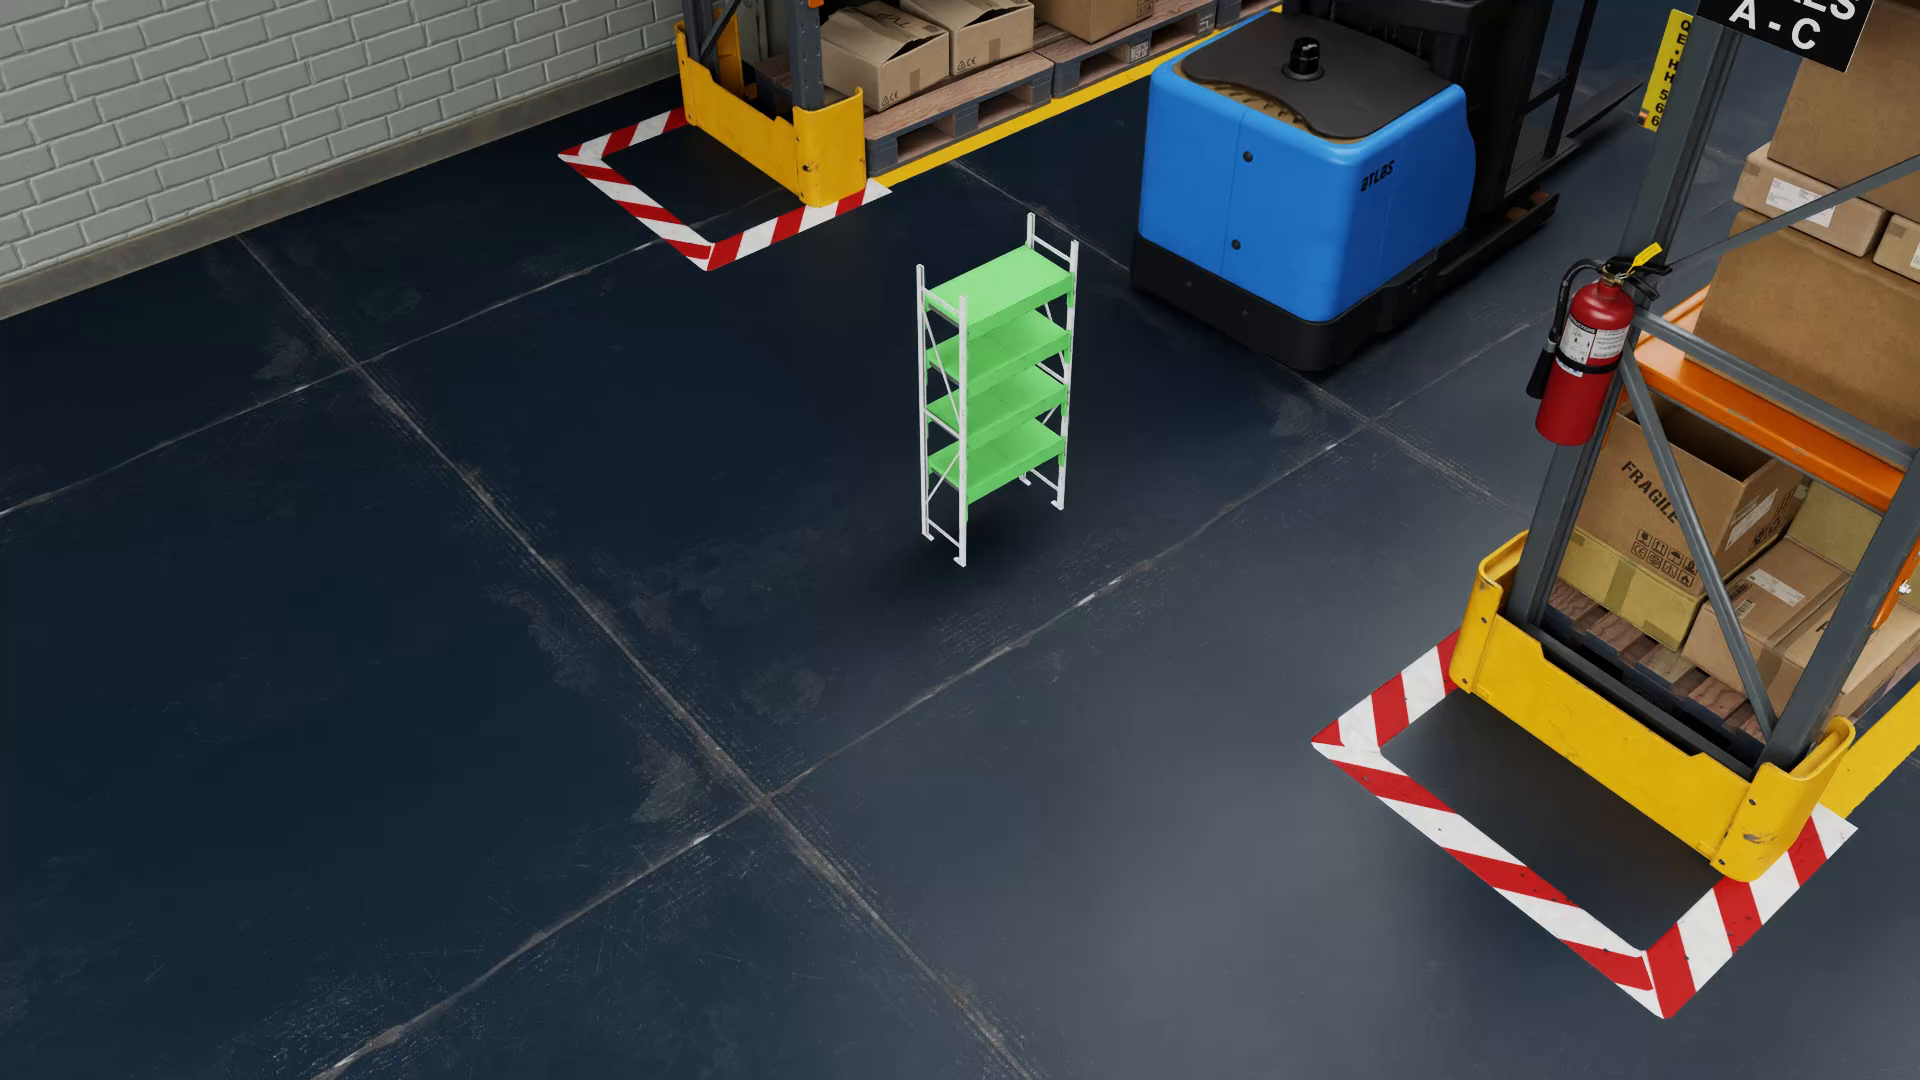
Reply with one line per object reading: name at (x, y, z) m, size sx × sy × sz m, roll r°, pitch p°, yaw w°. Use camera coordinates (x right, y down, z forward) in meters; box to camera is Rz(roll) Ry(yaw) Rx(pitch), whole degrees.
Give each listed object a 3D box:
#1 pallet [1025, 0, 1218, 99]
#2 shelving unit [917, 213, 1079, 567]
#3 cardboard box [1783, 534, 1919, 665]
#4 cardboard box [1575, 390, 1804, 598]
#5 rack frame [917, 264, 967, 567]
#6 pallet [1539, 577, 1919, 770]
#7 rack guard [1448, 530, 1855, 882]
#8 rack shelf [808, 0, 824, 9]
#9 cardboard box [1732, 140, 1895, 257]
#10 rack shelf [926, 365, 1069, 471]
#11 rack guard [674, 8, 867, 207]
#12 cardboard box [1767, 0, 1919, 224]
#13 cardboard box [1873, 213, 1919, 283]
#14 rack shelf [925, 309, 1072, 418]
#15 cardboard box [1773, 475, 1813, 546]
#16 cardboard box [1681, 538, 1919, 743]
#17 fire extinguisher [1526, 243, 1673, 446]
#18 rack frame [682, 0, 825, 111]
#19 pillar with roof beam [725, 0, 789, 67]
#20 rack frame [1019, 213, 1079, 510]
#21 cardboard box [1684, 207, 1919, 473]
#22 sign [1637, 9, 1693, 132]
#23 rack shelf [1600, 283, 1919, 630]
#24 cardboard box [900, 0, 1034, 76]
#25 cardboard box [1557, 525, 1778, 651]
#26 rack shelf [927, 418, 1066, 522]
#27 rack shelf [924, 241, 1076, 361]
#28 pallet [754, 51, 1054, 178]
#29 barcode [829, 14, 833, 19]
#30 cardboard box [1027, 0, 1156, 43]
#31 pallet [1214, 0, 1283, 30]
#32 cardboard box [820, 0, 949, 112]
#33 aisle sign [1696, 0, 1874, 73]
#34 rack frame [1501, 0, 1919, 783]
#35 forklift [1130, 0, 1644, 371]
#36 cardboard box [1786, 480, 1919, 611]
pallet at (0.647, -2.900, 9.184) m, size 1.213 × 0.211 × 1.003 m, roll -30°, pitch 51°, yaw -28°
shelving unit at (0.127, -0.510, 5.917) m, size 0.503 × 1.200 × 0.258 m, roll -30°, pitch 51°, yaw -28°
cardboard box at (3.124, 0.096, 5.658) m, size 0.500 × 0.250 × 0.500 m, roll -30°, pitch 51°, yaw -28°
cardboard box at (2.410, -0.229, 5.456) m, size 0.500 × 0.500 × 0.500 m, roll -30°, pitch 51°, yaw -28°
rack frame at (-0.060, -0.403, 5.803) m, size 0.015 × 1.200 × 0.240 m, roll -30°, pitch 51°, yaw -28°
pallet at (2.749, 0.246, 5.834) m, size 1.213 × 0.211 × 1.003 m, roll -30°, pitch 51°, yaw -28°
rack guard at (2.171, 0.509, 5.343) m, size 0.348 × 0.500 × 1.175 m, roll -30°, pitch 51°, yaw -28°
rack shelf at (0.542, -3.629, 8.448) m, size 4.000 × 0.370 × 1.077 m, roll -30°, pitch 51°, yaw -28°
cardboard box at (2.360, -0.953, 4.527) m, size 0.250 × 0.149 × 0.380 m, roll -31°, pitch 51°, yaw -28°
rack shelf at (0.127, -0.463, 5.960) m, size 0.480 × 0.148 × 0.258 m, roll -30°, pitch 51°, yaw -28°
rack guard at (-0.934, -2.134, 8.158) m, size 0.348 × 0.500 × 1.175 m, roll -30°, pitch 51°, yaw -28°
cardboard box at (2.596, -1.144, 4.256) m, size 0.500 × 0.500 × 0.700 m, roll -30°, pitch 51°, yaw -28°
cardboard box at (2.628, -0.745, 4.305) m, size 0.250 × 0.149 × 0.380 m, roll -30°, pitch 51°, yaw -28°
rack shelf at (0.127, -0.638, 5.796) m, size 0.480 × 0.148 × 0.258 m, roll -30°, pitch 51°, yaw -28°
cardboard box at (2.787, -0.180, 5.952) m, size 0.500 × 0.250 × 0.500 m, roll -30°, pitch 51°, yaw -28°
cardboard box at (2.743, 0.318, 5.422) m, size 0.500 × 0.250 × 0.500 m, roll -30°, pitch 51°, yaw -28°
fire extinguisher at (1.800, -0.576, 4.729) m, size 0.183 × 0.674 × 0.296 m, roll -30°, pitch 51°, yaw -28°
rack frame at (-0.992, -3.012, 7.266) m, size 0.127 × 3.000 × 1.000 m, roll -30°, pitch 51°, yaw -28°
pillar with roof beam at (1.752, -3.700, 3.617) m, size 0.400 × 9.000 × 9.100 m, roll -30°, pitch 51°, yaw -28°
rack frame at (0.314, -0.617, 6.031) m, size 0.015 × 1.200 × 0.240 m, roll -30°, pitch 51°, yaw -28°
cardboard box at (2.555, -0.647, 4.675) m, size 0.500 × 0.500 × 0.700 m, roll -30°, pitch 51°, yaw -28°
sign at (1.852, -1.212, 4.331) m, size 0.005 × 0.325 × 0.100 m, roll -30°, pitch 51°, yaw -28°
rack shelf at (3.723, -1.029, 5.680) m, size 4.000 × 0.370 × 1.077 m, roll -30°, pitch 51°, yaw -28°
cardboard box at (0.034, -2.700, 8.576) m, size 0.500 × 0.311 × 0.500 m, roll -26°, pitch 49°, yaw -25°
cardboard box at (2.411, 0.046, 5.712) m, size 0.500 × 0.250 × 0.500 m, roll -30°, pitch 51°, yaw -28°
rack shelf at (0.127, -0.289, 6.125) m, size 0.480 × 0.148 × 0.258 m, roll -30°, pitch 51°, yaw -28°
rack shelf at (0.127, -0.813, 5.632) m, size 0.480 × 0.148 × 0.258 m, roll -30°, pitch 51°, yaw -28°
pallet at (-0.288, -2.367, 8.617) m, size 1.213 × 0.211 × 1.003 m, roll -30°, pitch 51°, yaw -28°
barcode at (-0.646, -2.671, 8.538) m, size 0.075 × 0.075 × 0.001 m, roll -30°, pitch 51°, yaw -28°
cardboard box at (0.629, -3.064, 8.826) m, size 0.500 × 0.500 × 0.700 m, roll -33°, pitch 52°, yaw -30°
pallet at (1.584, -3.439, 9.758) m, size 1.213 × 0.211 × 1.003 m, roll -30°, pitch 51°, yaw -28°
cardboard box at (-0.404, -2.449, 8.309) m, size 0.500 × 0.311 × 0.500 m, roll 33°, pitch 52°, yaw 30°
aisle sign at (1.950, -1.486, 3.742) m, size 0.004 × 0.787 × 0.394 m, roll -30°, pitch 51°, yaw -28°
rack frame at (2.189, -0.413, 4.498) m, size 0.127 × 3.000 × 1.000 m, roll -30°, pitch 51°, yaw -28°
forklift at (2.154, -2.670, 6.952) m, size 1.130 × 2.935 × 3.031 m, roll 34°, pitch 53°, yaw 31°
cardboard box at (3.126, -0.176, 5.400) m, size 0.500 × 0.500 × 0.500 m, roll -30°, pitch 51°, yaw -28°
